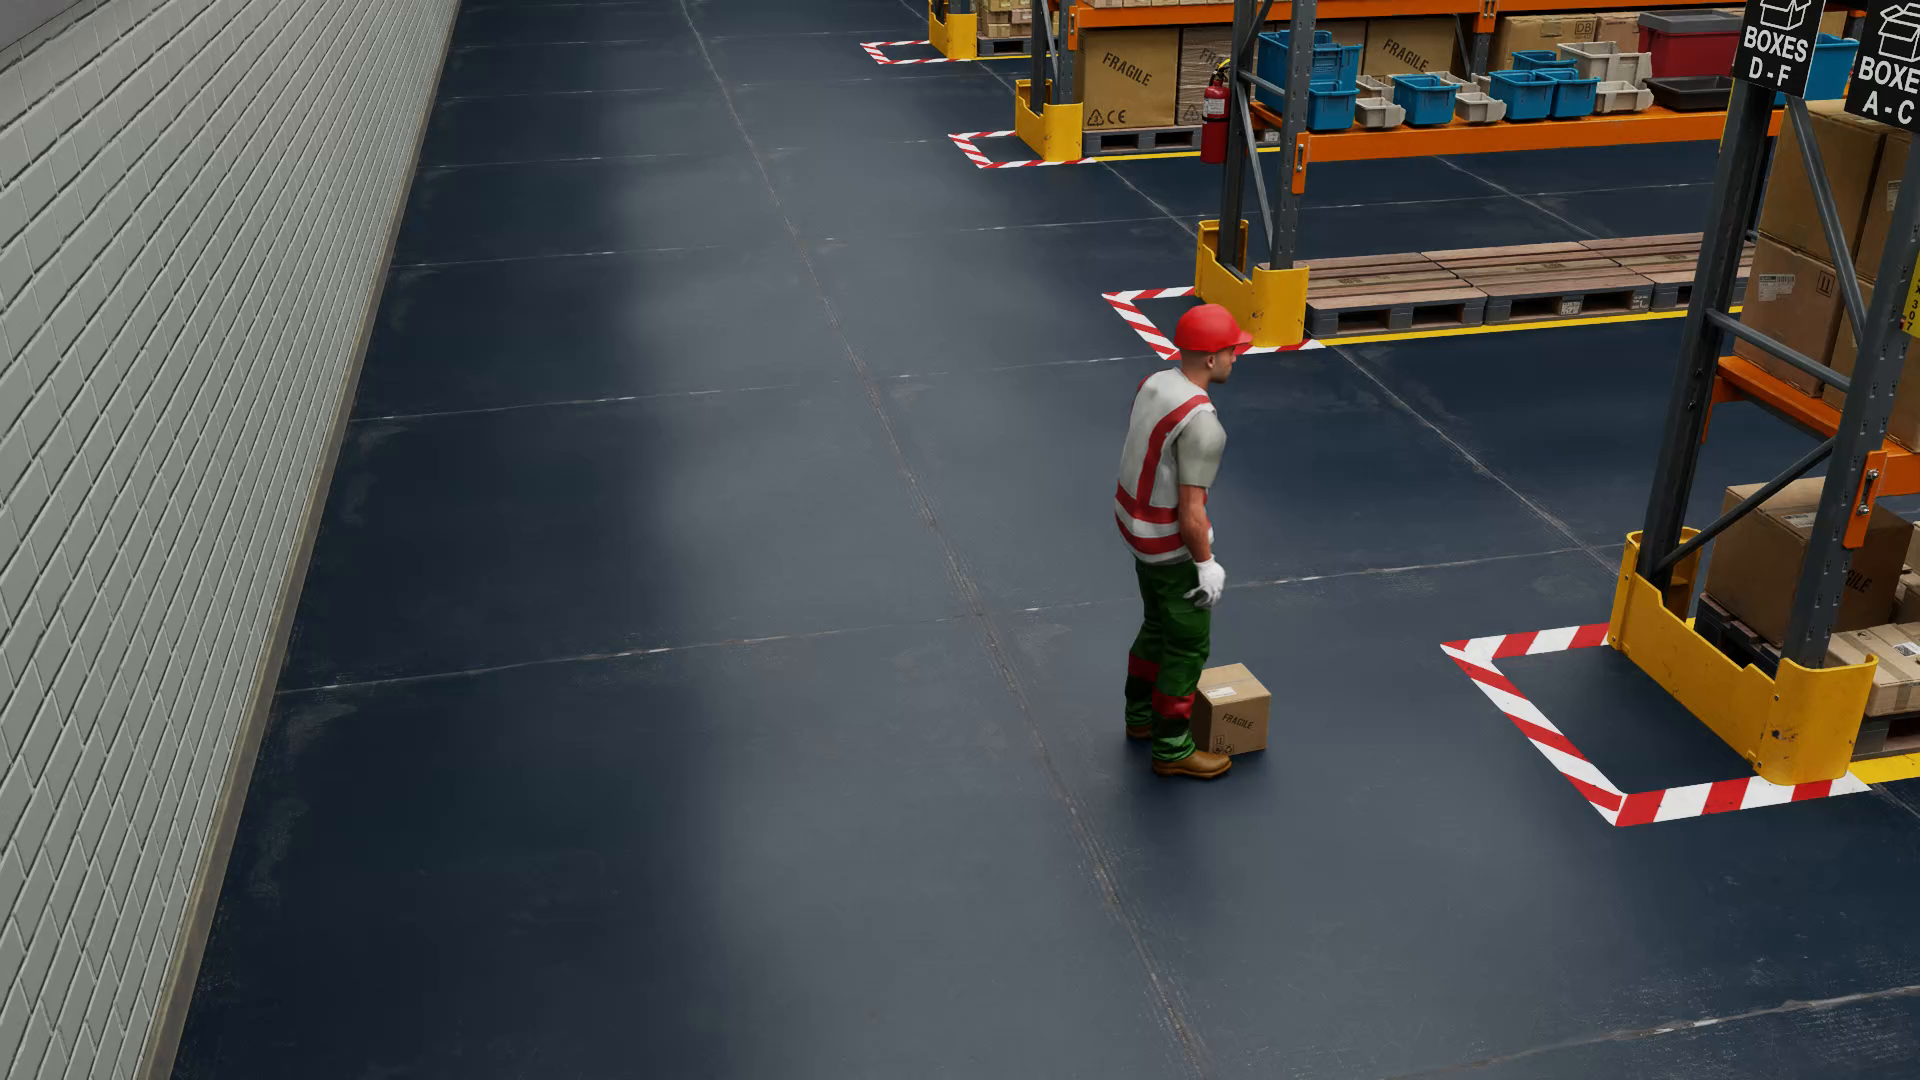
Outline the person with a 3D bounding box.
[{"bbox_3d":[0.806,0.004,6.089,0.449,1.779,0.608,-6,27,-11],"label":"person"}]
